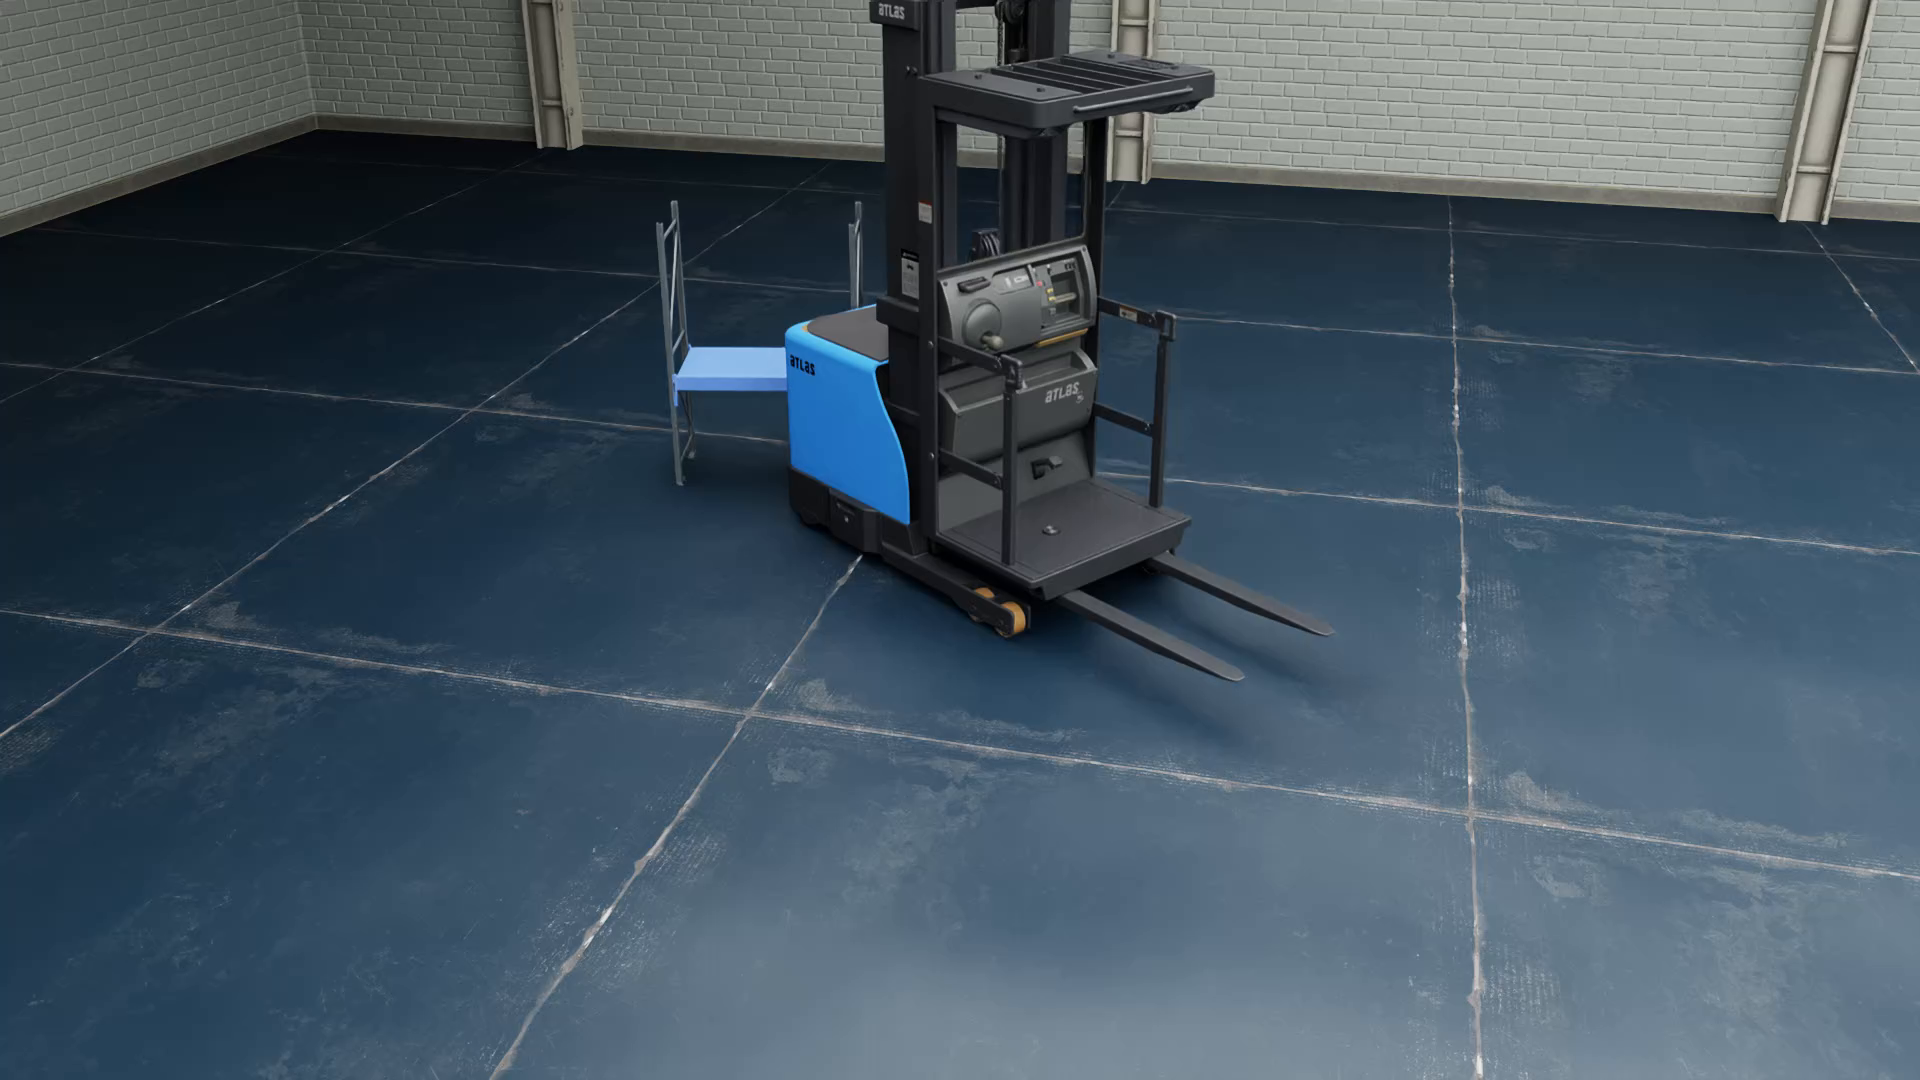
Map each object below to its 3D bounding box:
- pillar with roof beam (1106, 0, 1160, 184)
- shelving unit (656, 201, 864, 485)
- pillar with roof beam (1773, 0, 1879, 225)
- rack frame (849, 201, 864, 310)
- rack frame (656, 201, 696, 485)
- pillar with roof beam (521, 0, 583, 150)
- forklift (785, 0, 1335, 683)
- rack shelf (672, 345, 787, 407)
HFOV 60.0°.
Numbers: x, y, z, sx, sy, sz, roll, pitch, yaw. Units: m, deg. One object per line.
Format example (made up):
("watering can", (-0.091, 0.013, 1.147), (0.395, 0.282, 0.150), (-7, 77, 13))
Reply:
("pillar with roof beam", (0.556, -5.758, 10.375), (0.400, 9.000, 9.100), (6, 26, 13))
("shelving unit", (-1.075, -1.090, 9.295), (1.048, 1.500, 0.538), (0, 25, 1))
("pillar with roof beam", (6.367, -5.115, 9.026), (0.400, 9.000, 9.100), (6, 26, 13))
("rack frame", (-0.567, -1.087, 9.288), (0.032, 1.500, 0.500), (0, 25, 1))
("rack frame", (-1.583, -1.094, 9.303), (0.032, 1.500, 0.500), (0, 25, 1))
("pillar with roof beam", (-5.255, -6.400, 11.724), (0.400, 9.000, 9.100), (6, 26, 13))
("forklift", (0.423, -1.113, 7.678), (1.130, 2.935, 3.031), (-20, 32, -36))
("rack shelf", (-1.075, -0.928, 9.373), (1.000, 0.185, 0.538), (0, 25, 1))
